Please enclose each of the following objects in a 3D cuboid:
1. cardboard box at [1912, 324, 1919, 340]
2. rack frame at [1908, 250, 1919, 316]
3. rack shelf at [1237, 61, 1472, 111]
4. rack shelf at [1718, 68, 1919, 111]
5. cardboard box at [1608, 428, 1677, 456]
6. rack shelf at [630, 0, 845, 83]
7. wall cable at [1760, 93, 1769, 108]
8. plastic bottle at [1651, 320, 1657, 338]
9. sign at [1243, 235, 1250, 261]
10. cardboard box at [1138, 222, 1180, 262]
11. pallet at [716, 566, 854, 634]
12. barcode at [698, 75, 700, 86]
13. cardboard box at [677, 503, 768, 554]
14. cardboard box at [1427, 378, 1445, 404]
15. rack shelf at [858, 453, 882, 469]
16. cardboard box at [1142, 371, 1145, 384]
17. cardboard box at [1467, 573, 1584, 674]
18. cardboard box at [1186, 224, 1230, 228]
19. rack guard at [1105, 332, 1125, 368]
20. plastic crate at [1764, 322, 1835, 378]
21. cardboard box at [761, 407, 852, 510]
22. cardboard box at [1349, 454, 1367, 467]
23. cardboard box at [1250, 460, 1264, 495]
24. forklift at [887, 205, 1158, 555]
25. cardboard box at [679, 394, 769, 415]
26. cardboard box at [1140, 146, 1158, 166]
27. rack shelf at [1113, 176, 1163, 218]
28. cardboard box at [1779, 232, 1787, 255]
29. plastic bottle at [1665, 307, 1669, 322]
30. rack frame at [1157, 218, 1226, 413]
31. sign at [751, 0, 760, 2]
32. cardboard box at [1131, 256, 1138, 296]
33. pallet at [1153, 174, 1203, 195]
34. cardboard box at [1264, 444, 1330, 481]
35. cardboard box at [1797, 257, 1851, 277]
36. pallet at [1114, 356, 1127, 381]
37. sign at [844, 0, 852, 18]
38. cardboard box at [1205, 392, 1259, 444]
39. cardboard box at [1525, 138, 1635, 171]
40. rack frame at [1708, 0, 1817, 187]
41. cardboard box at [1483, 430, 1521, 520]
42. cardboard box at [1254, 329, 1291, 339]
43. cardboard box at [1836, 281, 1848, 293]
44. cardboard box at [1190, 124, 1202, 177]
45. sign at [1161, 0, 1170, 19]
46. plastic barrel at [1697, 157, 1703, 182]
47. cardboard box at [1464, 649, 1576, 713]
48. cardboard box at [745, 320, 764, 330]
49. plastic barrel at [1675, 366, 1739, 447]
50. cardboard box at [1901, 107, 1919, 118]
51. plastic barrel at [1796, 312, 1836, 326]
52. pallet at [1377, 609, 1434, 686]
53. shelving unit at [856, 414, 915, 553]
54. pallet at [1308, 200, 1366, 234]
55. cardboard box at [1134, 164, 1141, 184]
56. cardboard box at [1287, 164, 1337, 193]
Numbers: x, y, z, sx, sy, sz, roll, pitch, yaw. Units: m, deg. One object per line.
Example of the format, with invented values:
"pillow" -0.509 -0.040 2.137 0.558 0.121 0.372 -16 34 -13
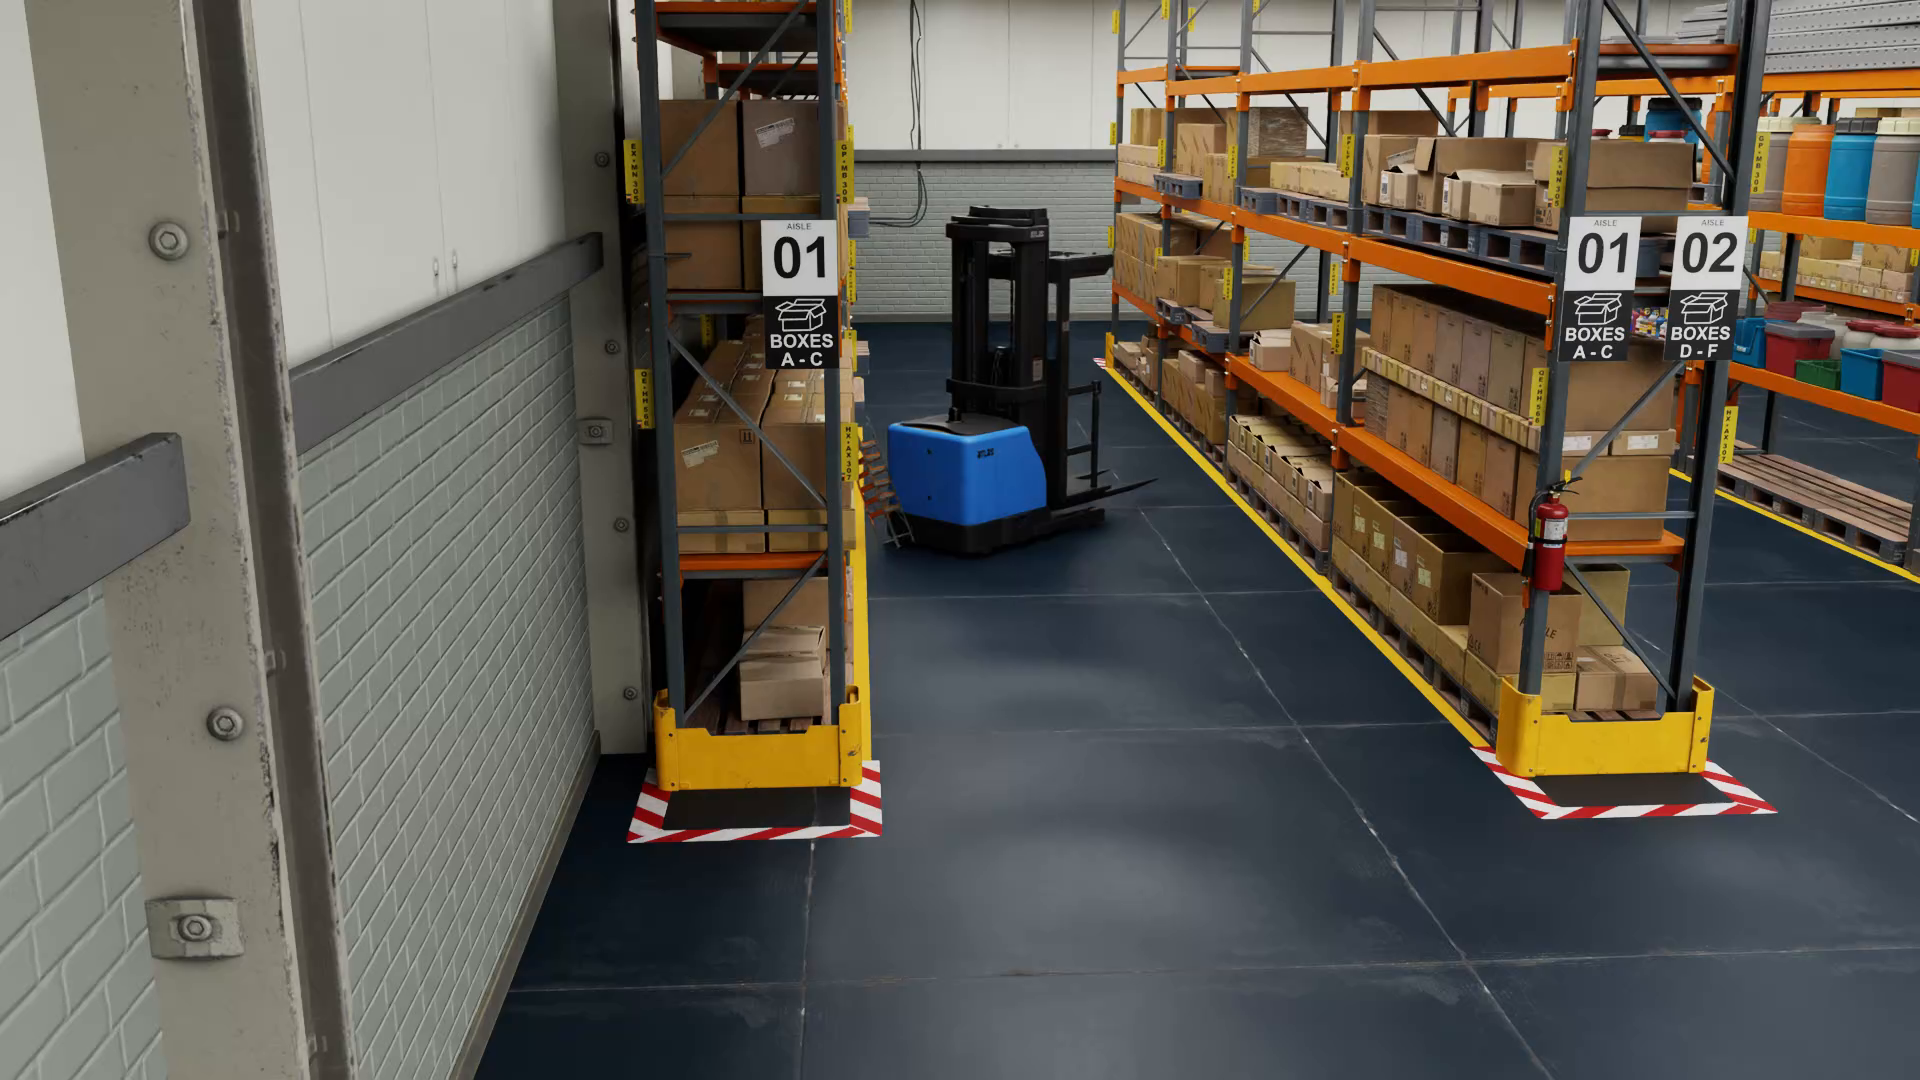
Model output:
"cardboard box" 12.996 -2.284 21.305 1.225 0.875 0.875 -1 14 -3
"rack frame" 12.936 -3.268 21.710 1.000 3.000 0.127 -1 14 -3
"rack shelf" 3.421 -3.988 14.711 1.077 0.370 4.000 -1 14 -3
"rack shelf" 8.365 -4.063 15.005 1.077 0.370 4.000 -1 14 -3
"cardboard box" 3.983 -0.596 9.819 0.380 0.149 0.250 -1 14 -4
"rack shelf" -1.276 -3.107 10.495 1.077 0.370 4.000 -1 14 -3
"wall cable" 15.778 -10.186 30.100 2.277 5.999 0.120 -1 14 -3
"plastic bottle" 7.768 -2.354 18.554 0.097 0.201 0.097 0 14 0
"sign" 3.602 -3.687 21.011 0.100 0.325 0.005 -1 14 -3
"cardboard box" 2.694 -4.024 22.437 0.500 0.500 0.500 -1 14 -3
"pallet" -1.323 0.468 12.786 1.003 0.211 1.213 -1 14 -3
"barcode" -1.743 -3.070 11.105 0.001 0.075 0.075 -1 14 -3
"cardboard box" -1.374 -0.105 9.675 0.500 0.250 0.500 -1 14 -3
"cardboard box" 3.467 -1.034 11.524 0.380 0.149 0.250 -1 14 -4
"rack shelf" -0.816 -0.682 14.649 0.180 0.103 0.258 -23 -4 41
"cardboard box" 2.647 -2.178 22.312 0.380 0.149 0.250 -1 14 -3
"cardboard box" 3.462 0.504 10.217 0.500 0.500 0.500 -1 14 -3
"cardboard box" 3.268 -3.899 21.953 0.500 0.500 0.500 -1 14 -5
"rack guard" 2.806 -2.882 25.223 1.175 0.500 0.348 -1 14 -3
"plastic crate" 8.035 -1.822 15.958 0.402 0.464 0.583 -1 14 -3
"cardboard box" -0.881 -0.478 9.621 0.500 0.500 0.500 -1 14 -3
"cardboard box" 3.708 -0.630 15.005 0.500 0.311 0.500 -1 14 -5
"cardboard box" 3.106 -0.604 16.031 0.500 0.250 0.500 -1 14 -5
"forklift" 0.703 -1.594 15.339 1.130 2.935 3.031 13 19 41
"cardboard box" -1.414 -0.594 10.072 0.500 0.500 0.500 -1 14 -3
"cardboard box" 2.691 -5.104 22.122 0.500 0.250 0.500 -1 14 -3
"rack shelf" 2.925 -4.718 22.768 1.077 0.370 4.000 -1 14 -3
"cardboard box" 12.480 -4.450 24.501 0.500 0.500 0.500 -1 14 -5
"plastic bottle" 8.301 -2.635 19.346 0.144 0.351 0.185 -1 14 -3
"rack frame" 3.049 -3.116 21.119 1.000 3.000 0.127 -1 14 -3
"sign" -2.451 -6.471 19.925 0.100 0.325 0.005 -1 14 -3
"cardboard box" 2.660 -3.668 23.061 0.500 0.500 0.500 -1 14 -3
"pallet" 3.019 -4.315 20.134 1.213 0.211 1.003 -1 14 -3
"cardboard box" 3.139 -0.745 15.452 0.500 0.311 0.500 -1 14 -4
"cardboard box" 12.515 -3.957 24.090 0.500 0.250 0.500 -1 14 -5
"pallet" 2.856 -2.543 24.489 1.003 0.211 1.213 -1 14 -3
"sign" -1.354 -6.446 19.988 0.100 0.325 0.005 -1 14 -3
"cardboard box" 3.004 -1.353 18.399 0.500 0.500 0.500 0 14 -1
"cardboard box" 3.962 -2.322 10.685 0.500 0.500 0.500 -1 14 -3
"rack frame" 8.241 -5.103 16.799 1.000 3.000 0.127 -1 14 -3
"cardboard box" 3.739 -0.427 10.467 0.700 0.500 0.500 -1 14 -2
"cardboard box" 3.276 -1.987 16.909 0.500 0.311 0.500 0 14 0
"cardboard box" 12.510 -3.537 23.258 0.380 0.149 0.250 -1 14 -4
"cardboard box" 3.071 -4.577 19.532 0.600 0.600 0.600 -1 14 -4
"sign" 2.506 -6.509 20.230 0.100 0.325 0.005 -1 14 -3
"plastic barrel" 8.028 -4.051 18.165 0.301 0.262 0.301 0 14 0
"cardboard box" 3.464 0.867 10.311 0.500 0.250 0.500 -1 14 -3
"cardboard box" -1.424 -1.577 14.053 0.700 0.500 0.500 1 14 2
"plastic barrel" 8.193 -1.471 18.236 0.600 0.830 0.708 -1 14 -3
"cardboard box" 12.884 -5.618 22.075 0.500 0.250 0.500 -2 15 -7
"plastic barrel" 8.518 -1.999 16.551 0.421 0.512 0.421 0 14 0
"pallet" 3.631 0.726 11.780 1.003 0.211 1.213 -1 14 -3
"shelving unit" -0.748 -0.499 14.640 0.189 1.200 0.258 -23 -4 41
"pallet" 3.477 -2.706 13.888 0.805 0.209 1.217 -1 15 -6
"cardboard box" 2.667 -4.986 22.668 0.500 0.250 0.500 -1 14 -3
"cardboard box" 3.431 -3.463 15.904 0.500 0.250 0.500 0 14 -2
